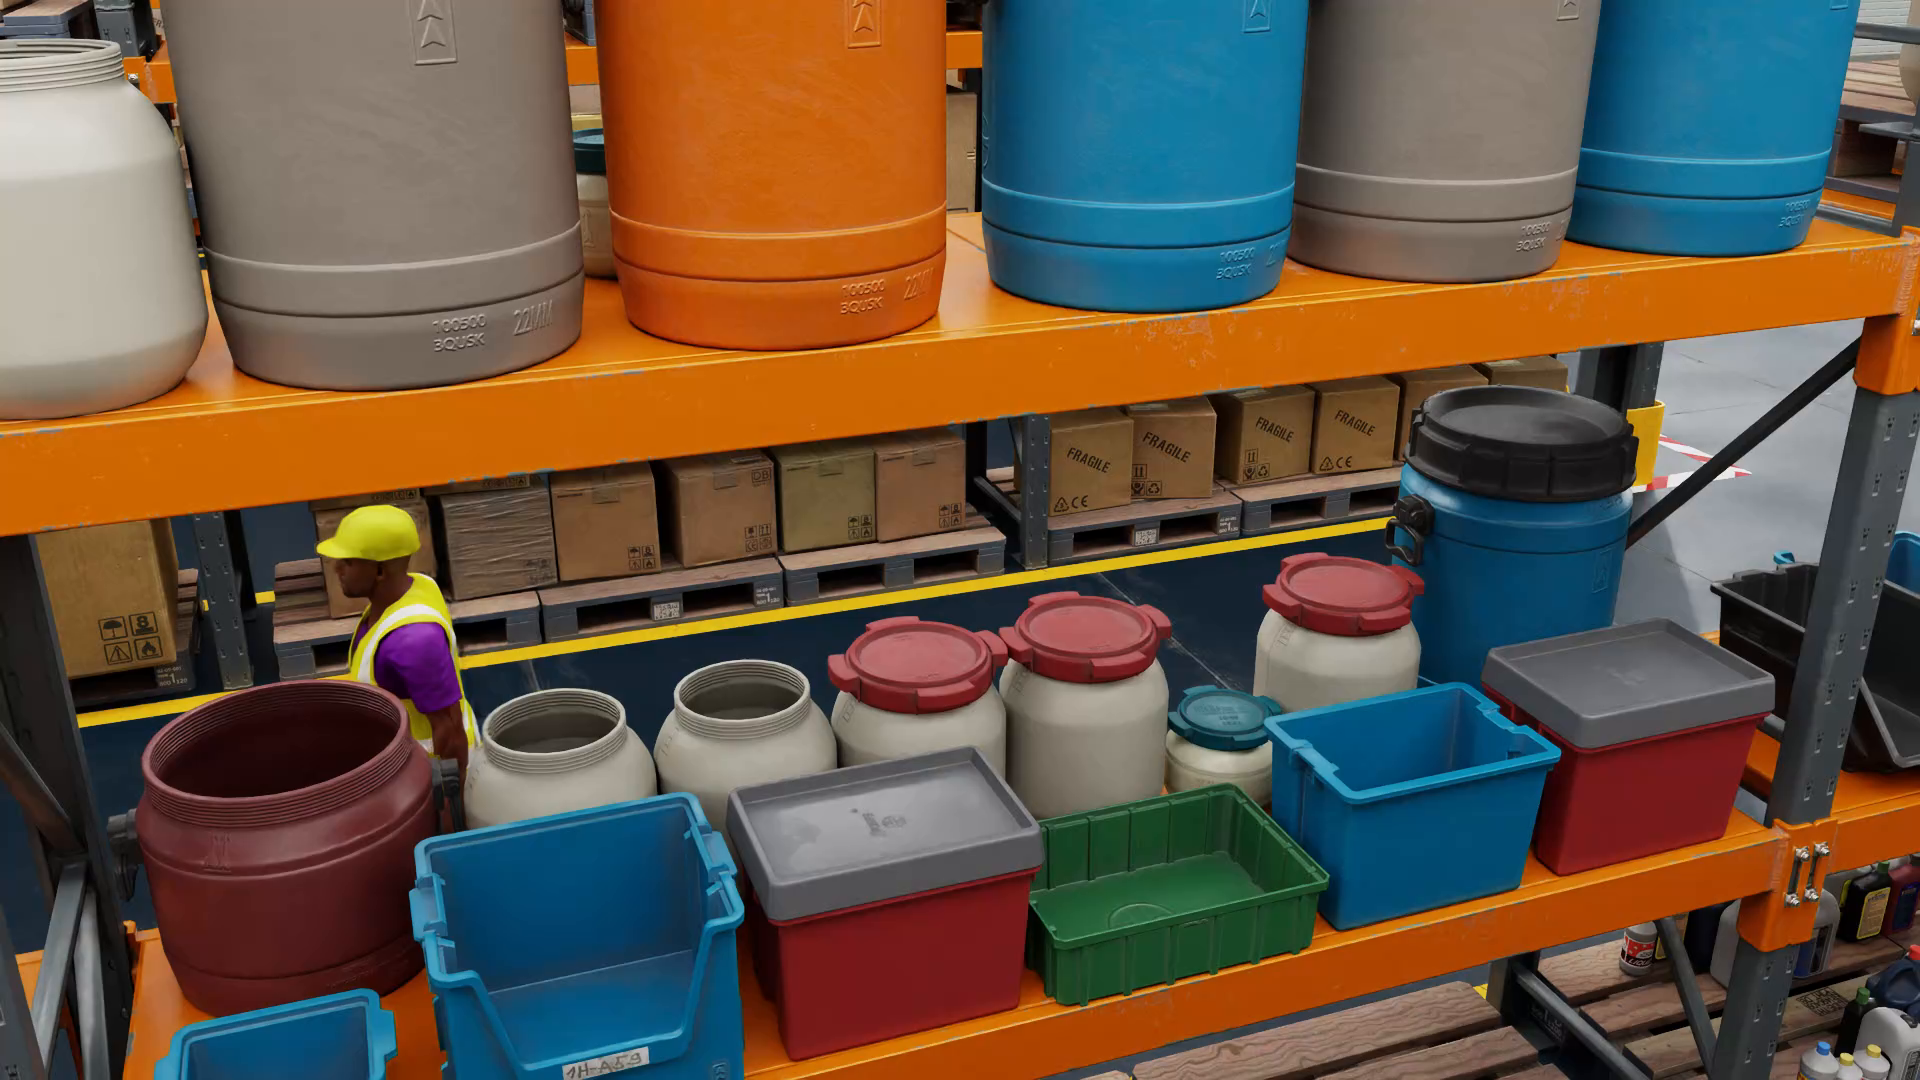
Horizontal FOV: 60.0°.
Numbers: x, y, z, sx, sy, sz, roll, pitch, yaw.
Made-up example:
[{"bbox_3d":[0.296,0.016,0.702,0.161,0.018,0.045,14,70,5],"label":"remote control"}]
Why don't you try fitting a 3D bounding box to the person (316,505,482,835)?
[{"bbox_3d":[-1.704,0.720,5.285,0.530,1.772,0.614,-7,23,-17],"label":"person"}]
